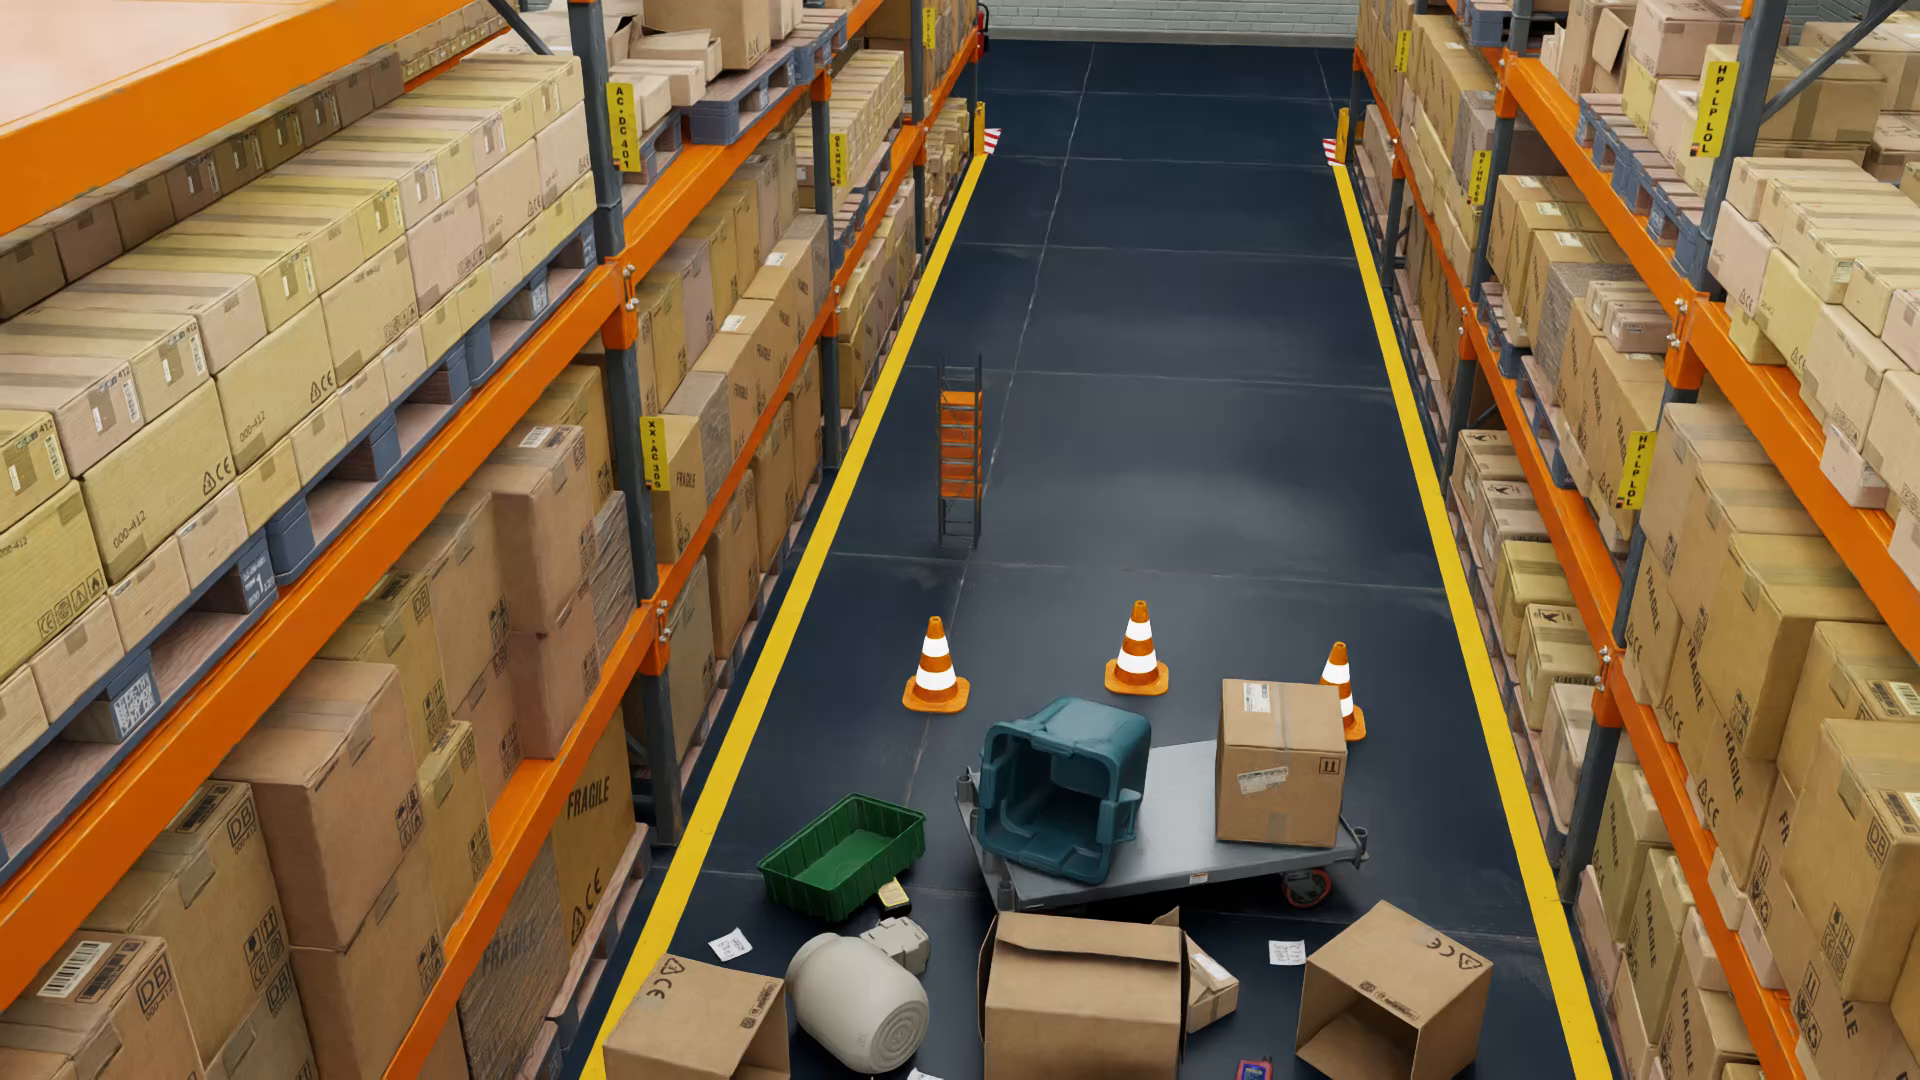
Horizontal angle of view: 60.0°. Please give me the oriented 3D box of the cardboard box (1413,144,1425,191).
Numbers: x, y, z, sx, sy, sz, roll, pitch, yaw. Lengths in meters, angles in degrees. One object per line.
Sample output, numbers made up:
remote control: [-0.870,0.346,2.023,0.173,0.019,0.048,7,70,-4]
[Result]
cardboard box: [3.662,-2.748,12.346,0.500,0.250,0.500,3,28,6]

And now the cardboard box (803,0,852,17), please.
cardboard box: [-0.963,-3.465,10.250,0.500,0.500,0.500,3,28,6]

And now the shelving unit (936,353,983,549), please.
shelving unit: [-0.002,-0.521,9.953,0.258,1.200,0.189,3,28,6]

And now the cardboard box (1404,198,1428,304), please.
cardboard box: [4.122,-2.442,13.418,0.875,0.875,0.875,4,29,8]

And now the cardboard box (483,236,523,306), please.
cardboard box: [-1.607,-0.852,5.223,0.380,0.149,0.250,3,29,6]

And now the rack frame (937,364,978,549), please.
rack frame: [-0.013,-0.478,9.873,0.240,1.200,0.006,3,28,6]

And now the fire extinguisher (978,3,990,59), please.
fire extinguisher: [0.172,-5.506,17.782,0.296,0.674,0.183,3,28,6]

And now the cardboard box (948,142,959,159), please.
cardboard box: [-0.211,-3.919,16.611,0.380,0.149,0.250,4,29,7]

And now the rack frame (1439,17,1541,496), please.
rack frame: [3.628,-1.607,10.069,1.000,3.000,0.127,3,28,6]

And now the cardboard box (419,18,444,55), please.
cardboard box: [-5.276,-4.814,15.868,0.500,0.250,0.500,4,29,7]

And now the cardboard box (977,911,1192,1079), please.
cardboard box: [0.457,1.784,6.265,0.797,0.637,0.503,3,28,6]

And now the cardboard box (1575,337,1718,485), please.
cardboard box: [3.026,-0.548,7.242,0.500,0.500,0.500,4,29,6]

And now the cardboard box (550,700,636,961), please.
cardboard box: [-1.934,1.079,6.882,0.875,0.875,0.875,4,29,7]

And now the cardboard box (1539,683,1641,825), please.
cardboard box: [3.200,1.001,7.557,0.950,0.372,0.625,4,29,7]

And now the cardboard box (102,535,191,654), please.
cardboard box: [-1.855,0.100,3.456,0.380,0.149,0.250,3,29,6]

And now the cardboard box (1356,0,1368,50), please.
cardboard box: [4.265,-5.207,16.647,0.500,0.500,0.500,3,28,6]

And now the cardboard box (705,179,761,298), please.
cardboard box: [-1.483,-1.640,8.972,0.700,0.500,0.500,3,28,5]

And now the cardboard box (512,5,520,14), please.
cardboard box: [-4.944,-5.651,17.841,0.380,0.149,0.250,4,29,7]

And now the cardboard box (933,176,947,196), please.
cardboard box: [-0.325,-3.425,16.008,0.380,0.149,0.250,3,28,5]

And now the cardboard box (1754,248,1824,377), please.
cardboard box: [2.758,-0.675,5.021,0.500,0.250,0.500,3,28,6]

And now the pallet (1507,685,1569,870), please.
pallet: [3.232,1.137,7.916,1.003,0.211,1.213,3,28,6]

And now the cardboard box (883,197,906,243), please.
cardboard box: [-0.724,-2.538,13.200,0.500,0.250,0.500,5,29,9]

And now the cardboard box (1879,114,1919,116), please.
cardboard box: [3.669,-1.654,6.709,0.500,0.250,0.500,3,28,6]

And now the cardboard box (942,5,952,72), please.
cardboard box: [-0.345,-4.591,15.191,0.500,0.500,0.500,3,28,5]

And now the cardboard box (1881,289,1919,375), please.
cardboard box: [2.670,-0.539,4.350,0.380,0.149,0.250,3,28,5]

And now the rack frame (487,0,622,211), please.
rack frame: [-1.787,-2.605,5.597,1.000,3.000,0.127,3,28,6]

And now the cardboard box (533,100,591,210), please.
cardboard box: [-1.593,-1.332,5.693,0.500,0.250,0.500,3,28,6]

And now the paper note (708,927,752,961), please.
paper note: [-0.971,1.712,7.039,0.147,0.020,0.142,-17,33,-29]

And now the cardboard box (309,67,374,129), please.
cardboard box: [-2.199,-1.482,5.551,0.380,0.149,0.250,3,28,6]

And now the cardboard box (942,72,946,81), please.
cardboard box: [-0.334,-4.356,15.438,0.380,0.149,0.250,5,29,8]

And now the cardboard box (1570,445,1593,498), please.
cardboard box: [2.973,-0.303,7.471,0.380,0.149,0.250,3,28,5]

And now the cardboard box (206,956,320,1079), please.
cardboard box: [-2.231,1.416,4.302,0.875,0.550,0.550,3,28,6]

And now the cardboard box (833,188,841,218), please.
cardboard box: [-1.009,-2.246,11.079,0.380,0.149,0.250,5,29,9]

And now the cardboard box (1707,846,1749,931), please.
cardboard box: [2.615,1.118,5.277,0.380,0.149,0.250,3,29,6]

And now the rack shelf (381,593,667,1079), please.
rack shelf: [-2.032,1.294,5.443,1.077,0.370,4.000,3,28,6]

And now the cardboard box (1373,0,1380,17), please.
cardboard box: [4.155,-5.161,15.507,0.500,0.500,0.500,3,28,6]

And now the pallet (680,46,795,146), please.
pallet: [-1.457,-2.251,8.303,1.003,0.211,1.213,5,29,9]

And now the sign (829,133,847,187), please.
sign: [-0.746,-2.326,10.183,0.100,0.325,0.005,3,28,6]

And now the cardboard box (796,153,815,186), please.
cardboard box: [-1.048,-2.391,10.721,0.380,0.149,0.250,3,28,6]

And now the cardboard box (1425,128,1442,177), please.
cardboard box: [3.600,-2.732,11.789,0.500,0.250,0.500,3,28,5]

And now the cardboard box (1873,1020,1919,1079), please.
cardboard box: [2.507,1.477,3.926,0.500,0.500,0.500,3,29,6]

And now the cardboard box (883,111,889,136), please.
cardboard box: [-0.754,-3.248,12.938,0.380,0.149,0.250,2,28,4]

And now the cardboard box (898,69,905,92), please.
cardboard box: [-0.660,-3.736,13.530,0.380,0.149,0.250,4,29,8]

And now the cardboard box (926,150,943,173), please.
cardboard box: [-0.363,-3.559,15.629,0.380,0.149,0.250,4,29,7]

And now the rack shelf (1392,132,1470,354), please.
rack shelf: [3.873,-2.231,11.987,1.077,0.370,4.000,3,28,6]

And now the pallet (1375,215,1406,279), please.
pallet: [4.289,-2.615,14.882,1.003,0.211,1.213,3,28,6]

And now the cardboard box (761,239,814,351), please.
cardboard box: [-1.148,-1.428,9.633,0.500,0.500,0.500,3,28,6]

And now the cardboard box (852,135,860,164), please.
cardboard box: [-0.916,-2.757,11.714,0.380,0.149,0.250,3,28,6]

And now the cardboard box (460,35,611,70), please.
cardboard box: [-1.854,-2.041,7.323,0.500,0.250,0.500,3,28,6]

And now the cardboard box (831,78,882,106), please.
cardboard box: [-0.794,-3.378,12.553,0.380,0.149,0.250,2,28,5]

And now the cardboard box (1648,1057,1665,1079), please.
cardboard box: [2.681,2.066,5.709,0.500,0.250,0.500,3,28,6]

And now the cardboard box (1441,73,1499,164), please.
cardboard box: [3.554,-2.825,11.171,0.500,0.500,0.500,3,28,6]

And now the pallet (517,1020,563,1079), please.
pallet: [-2.105,2.193,5.957,1.003,0.211,1.213,3,28,6]

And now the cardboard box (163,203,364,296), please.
cardboard box: [-1.733,-0.728,4.152,0.380,0.149,0.250,4,29,7]

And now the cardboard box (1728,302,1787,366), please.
cardboard box: [2.766,-0.681,5.454,0.380,0.149,0.250,3,28,6]

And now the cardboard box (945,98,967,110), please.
cardboard box: [-0.130,-4.540,17.450,0.380,0.149,0.250,4,29,7]

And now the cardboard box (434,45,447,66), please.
cardboard box: [-5.193,-4.685,16.048,0.380,0.149,0.250,4,29,7]
